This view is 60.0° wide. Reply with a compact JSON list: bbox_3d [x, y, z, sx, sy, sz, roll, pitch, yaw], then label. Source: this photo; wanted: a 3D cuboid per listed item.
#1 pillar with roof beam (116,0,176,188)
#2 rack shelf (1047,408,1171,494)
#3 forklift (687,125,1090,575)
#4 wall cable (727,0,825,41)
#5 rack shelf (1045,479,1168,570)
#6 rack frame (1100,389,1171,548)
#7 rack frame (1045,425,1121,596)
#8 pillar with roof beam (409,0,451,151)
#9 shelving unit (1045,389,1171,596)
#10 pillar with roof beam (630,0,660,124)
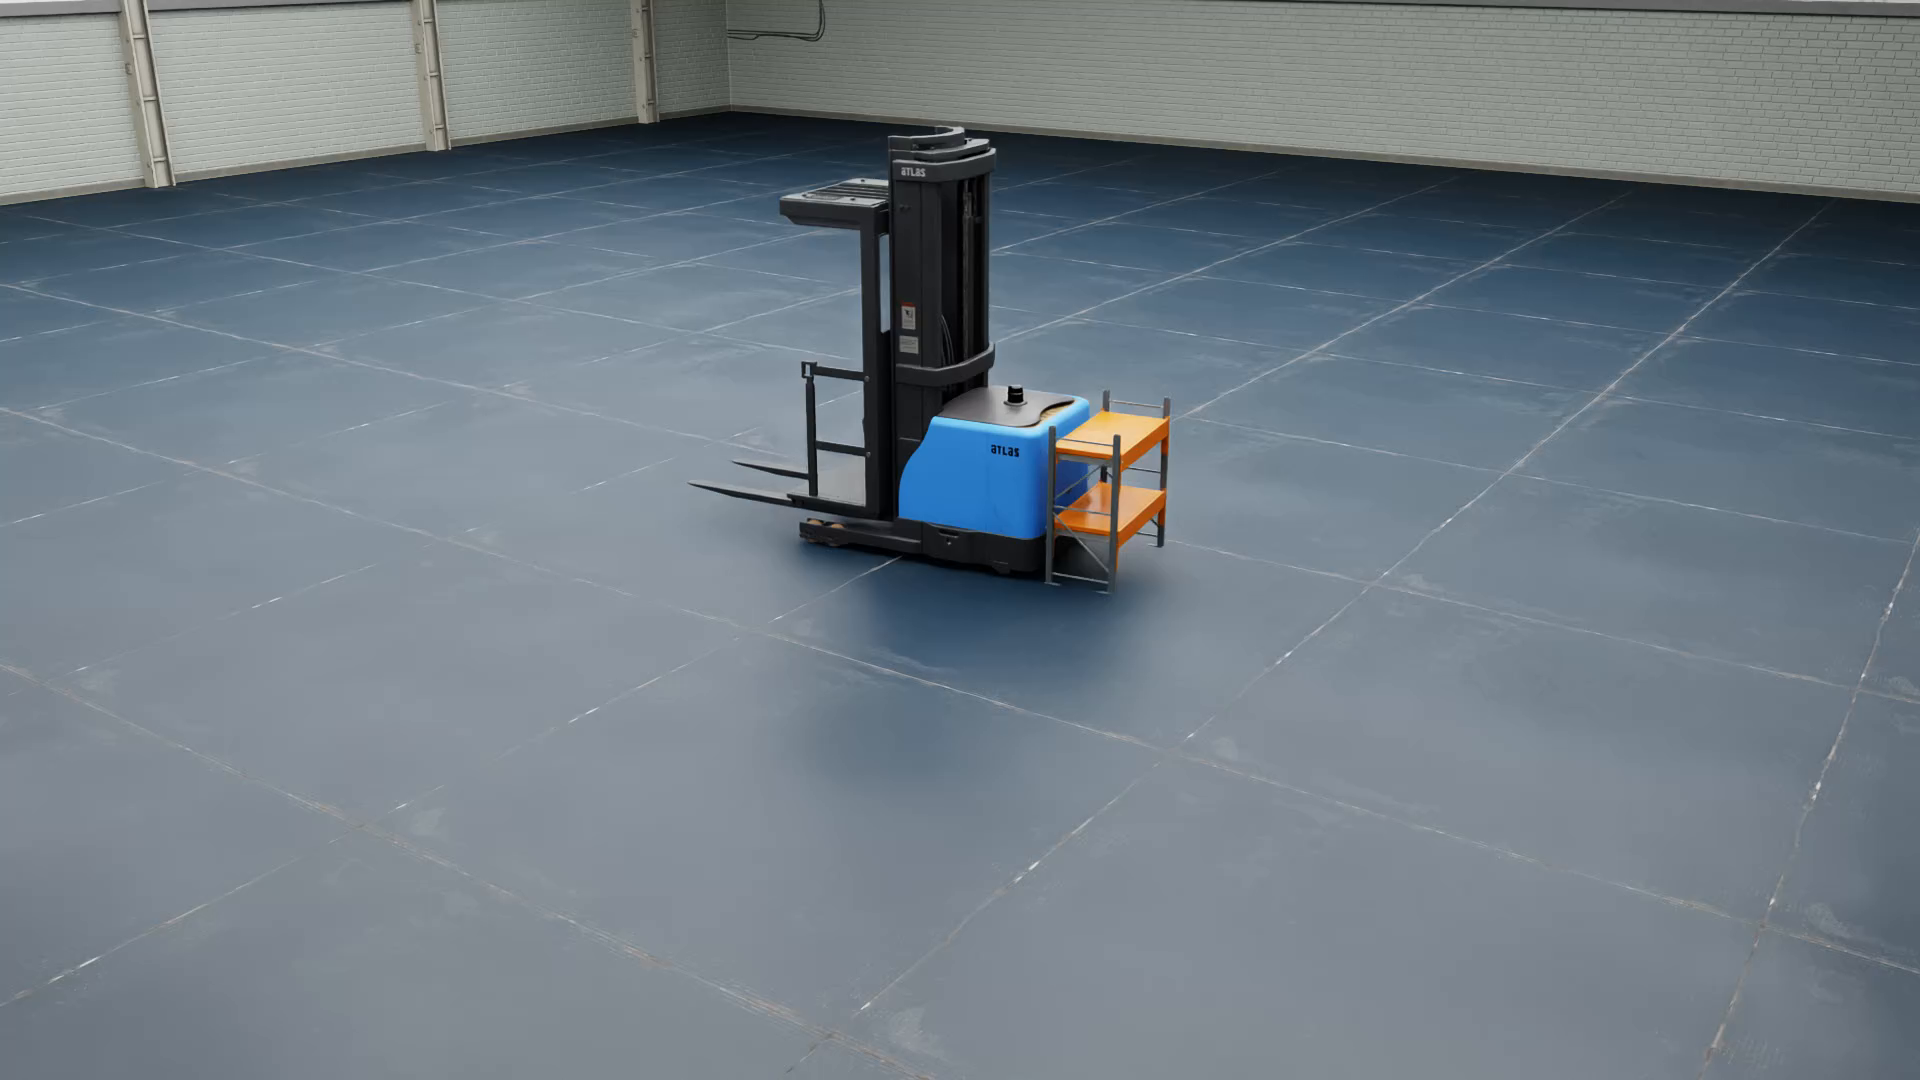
[{"bbox_3d":[-10.339,-9.539,25.081,9.100,9.000,0.400,13,24,32],"label":"pillar with roof beam"},{"bbox_3d":[1.040,-0.628,11.495,0.538,0.278,1.000,9,22,24],"label":"rack shelf"},{"bbox_3d":[-0.606,-1.475,12.027,3.031,2.935,1.130,10,23,25],"label":"forklift"},{"bbox_3d":[-4.404,-12.952,38.786,3.097,2.526,0.112,13,24,32],"label":"wall cable"},{"bbox_3d":[1.039,-0.124,11.682,0.538,0.278,1.000,9,22,24],"label":"rack shelf"},{"bbox_3d":[1.257,-0.513,12.028,0.500,1.125,0.032,9,22,24],"label":"rack frame"},{"bbox_3d":[0.821,-0.194,11.166,0.500,1.125,0.032,9,22,24],"label":"rack frame"},{"bbox_3d":[-6.966,-11.260,29.735,9.100,9.000,0.400,13,24,32],"label":"pillar with roof beam"},{"bbox_3d":[1.039,-0.353,11.597,0.538,1.125,1.048,9,22,24],"label":"shelving unit"},{"bbox_3d":[-3.593,-12.982,34.389,9.100,9.000,0.400,13,24,32],"label":"pillar with roof beam"}]
